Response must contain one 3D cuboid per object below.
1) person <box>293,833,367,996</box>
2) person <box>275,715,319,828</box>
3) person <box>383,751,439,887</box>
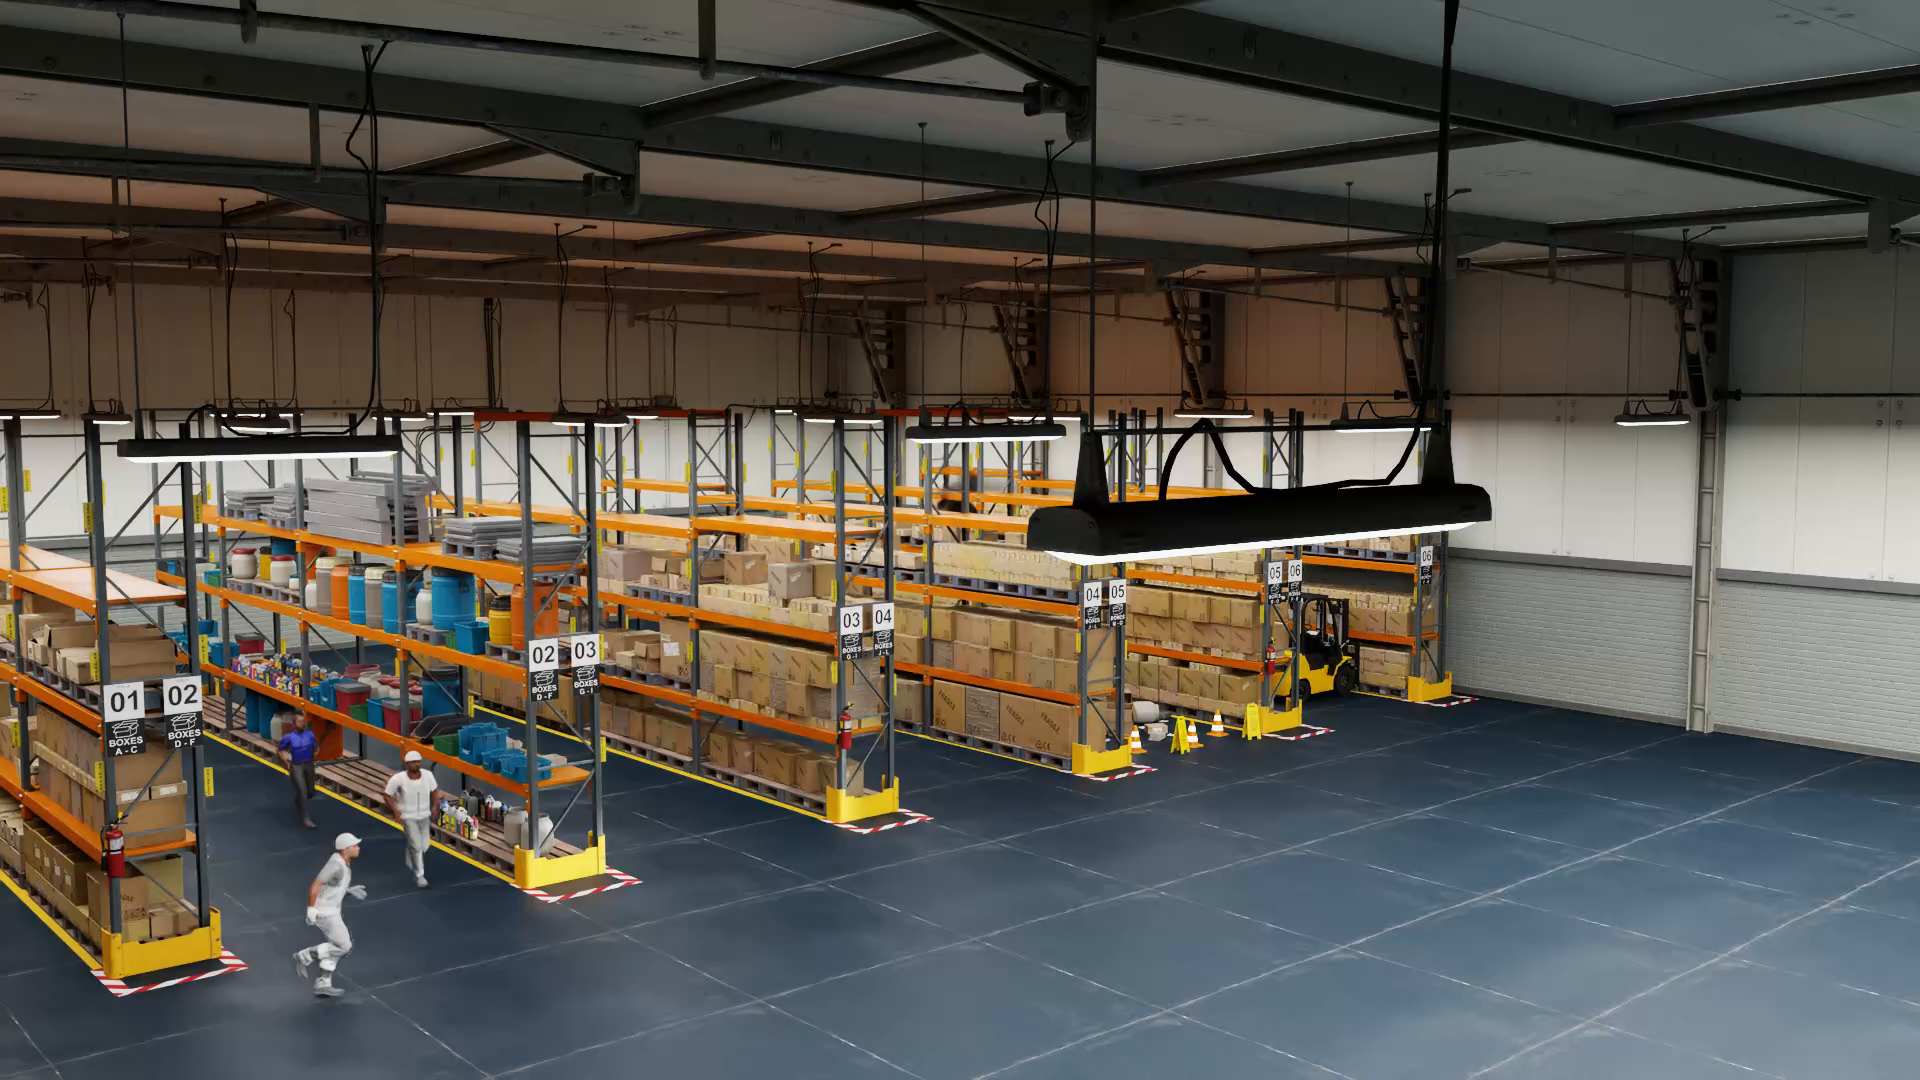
[{"bbox_3d":[-6.655,3.951,17.558,0.750,1.712,0.653,-2,5,-19],"label":"person"},{"bbox_3d":[-9.696,3.371,24.439,0.815,1.623,0.588,5,7,43],"label":"person"},{"bbox_3d":[-7.114,3.577,21.600,0.691,1.736,0.785,-4,7,-41],"label":"person"}]
